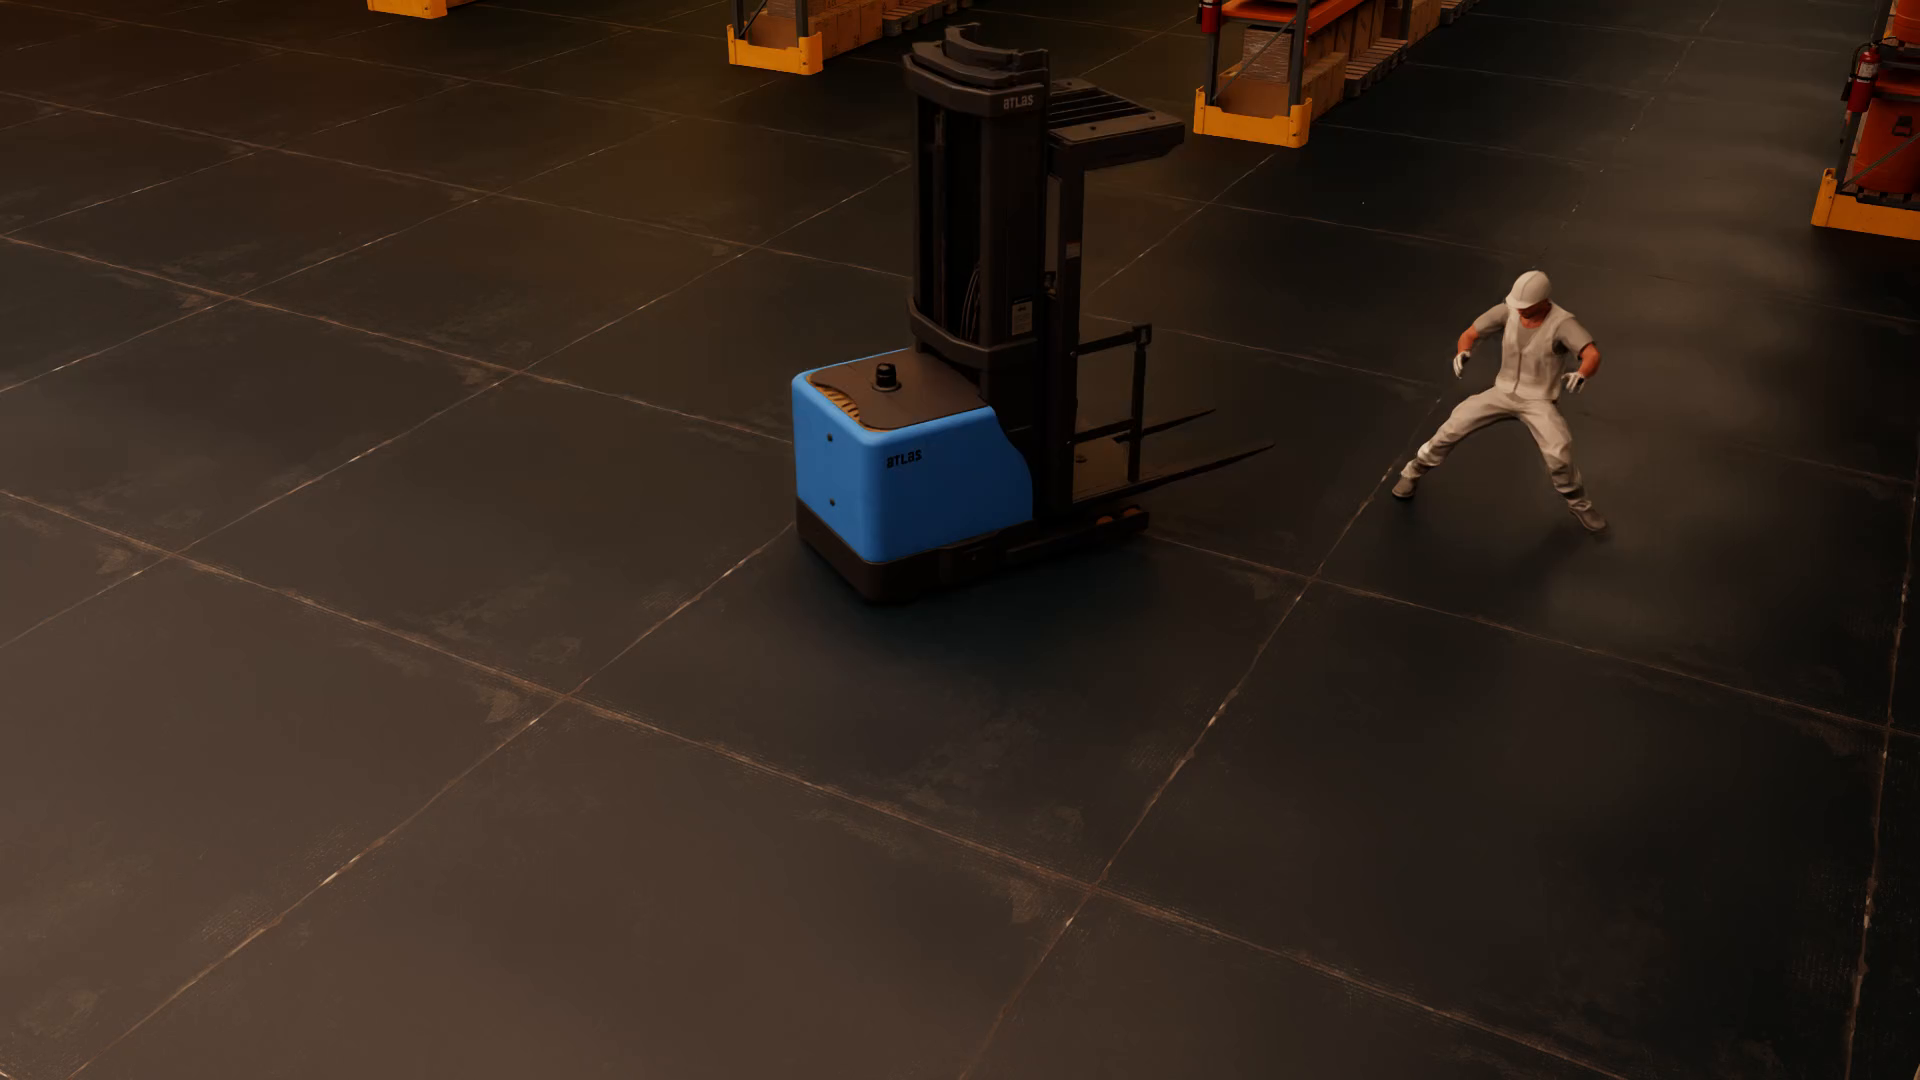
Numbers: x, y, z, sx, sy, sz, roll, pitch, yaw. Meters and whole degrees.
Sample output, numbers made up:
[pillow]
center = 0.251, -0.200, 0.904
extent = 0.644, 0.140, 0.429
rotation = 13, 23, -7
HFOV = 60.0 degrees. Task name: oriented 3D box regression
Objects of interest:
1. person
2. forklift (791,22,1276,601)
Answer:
[person]
center = 3.333, -0.844, 9.917
extent = 0.689, 1.551, 1.264
rotation = -24, 38, -36
[forklift]
center = 0.550, -1.455, 9.592
extent = 3.031, 2.935, 1.130
rotation = -16, 34, -26
